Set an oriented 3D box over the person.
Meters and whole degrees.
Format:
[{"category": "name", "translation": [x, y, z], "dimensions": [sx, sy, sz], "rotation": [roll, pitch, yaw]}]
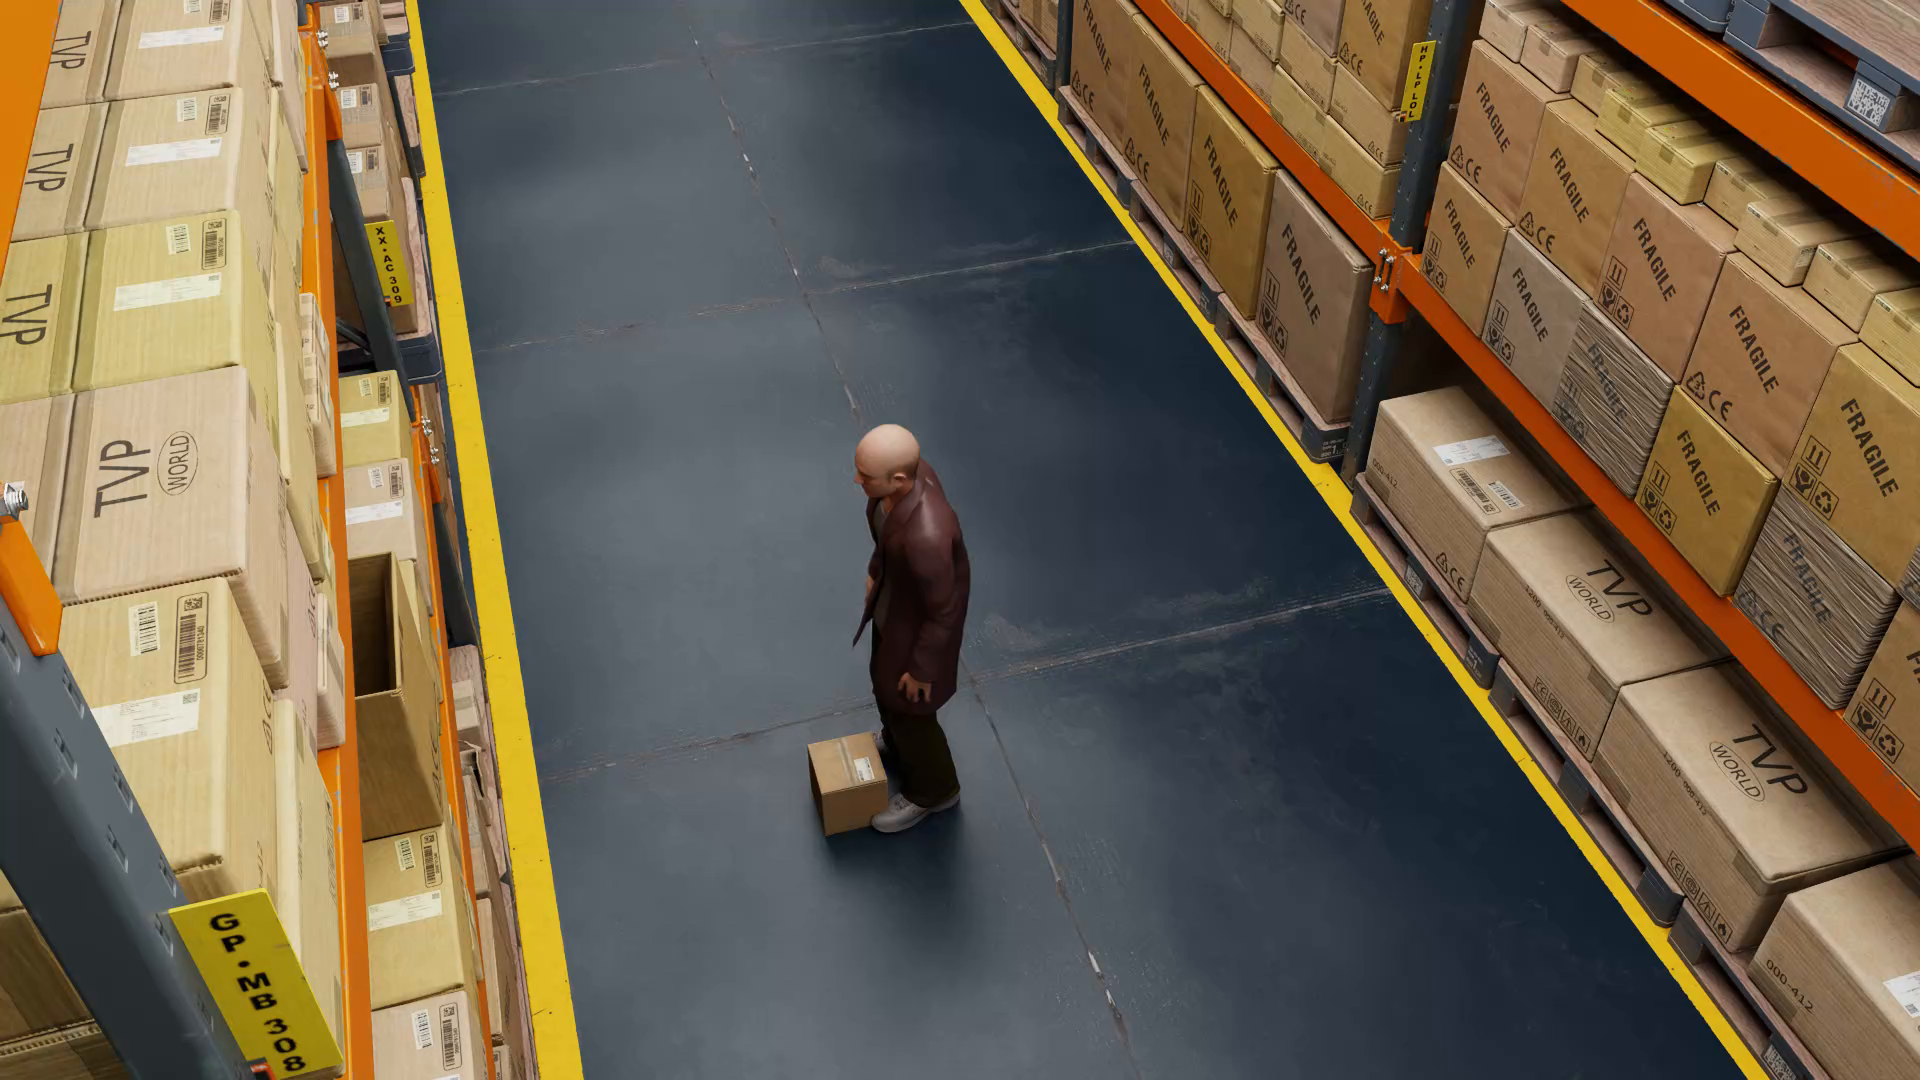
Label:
[{"category": "person", "translation": [-0.190, 0.292, 5.843], "dimensions": [0.428, 1.773, 0.643], "rotation": [-12, 43, -13]}]
